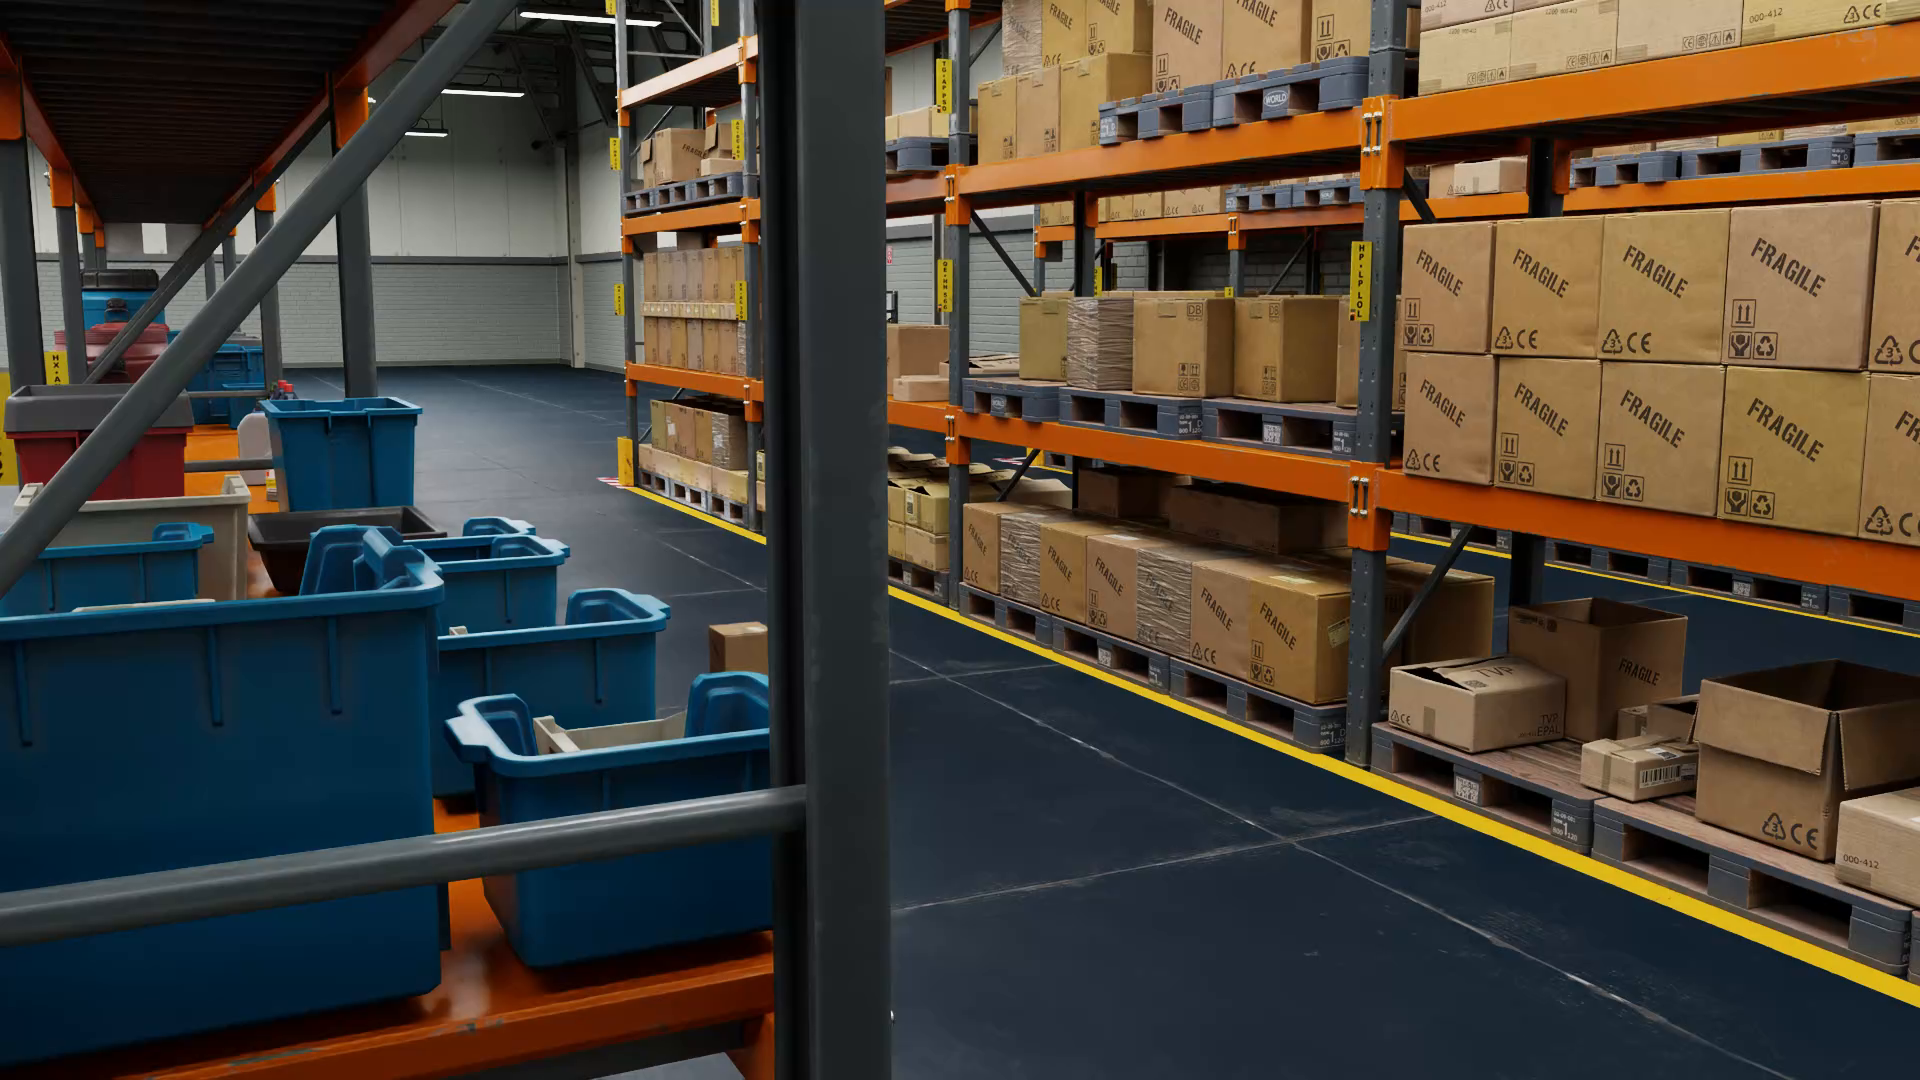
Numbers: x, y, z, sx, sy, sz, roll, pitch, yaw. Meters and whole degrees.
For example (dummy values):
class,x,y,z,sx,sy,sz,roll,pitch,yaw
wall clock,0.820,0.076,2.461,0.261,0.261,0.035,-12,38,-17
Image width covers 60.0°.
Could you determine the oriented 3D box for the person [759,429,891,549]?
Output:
class,x,y,z,sx,sy,sz,roll,pitch,yaw
person,-0.651,0.065,8.038,0.647,1.580,0.575,-4,9,-25
